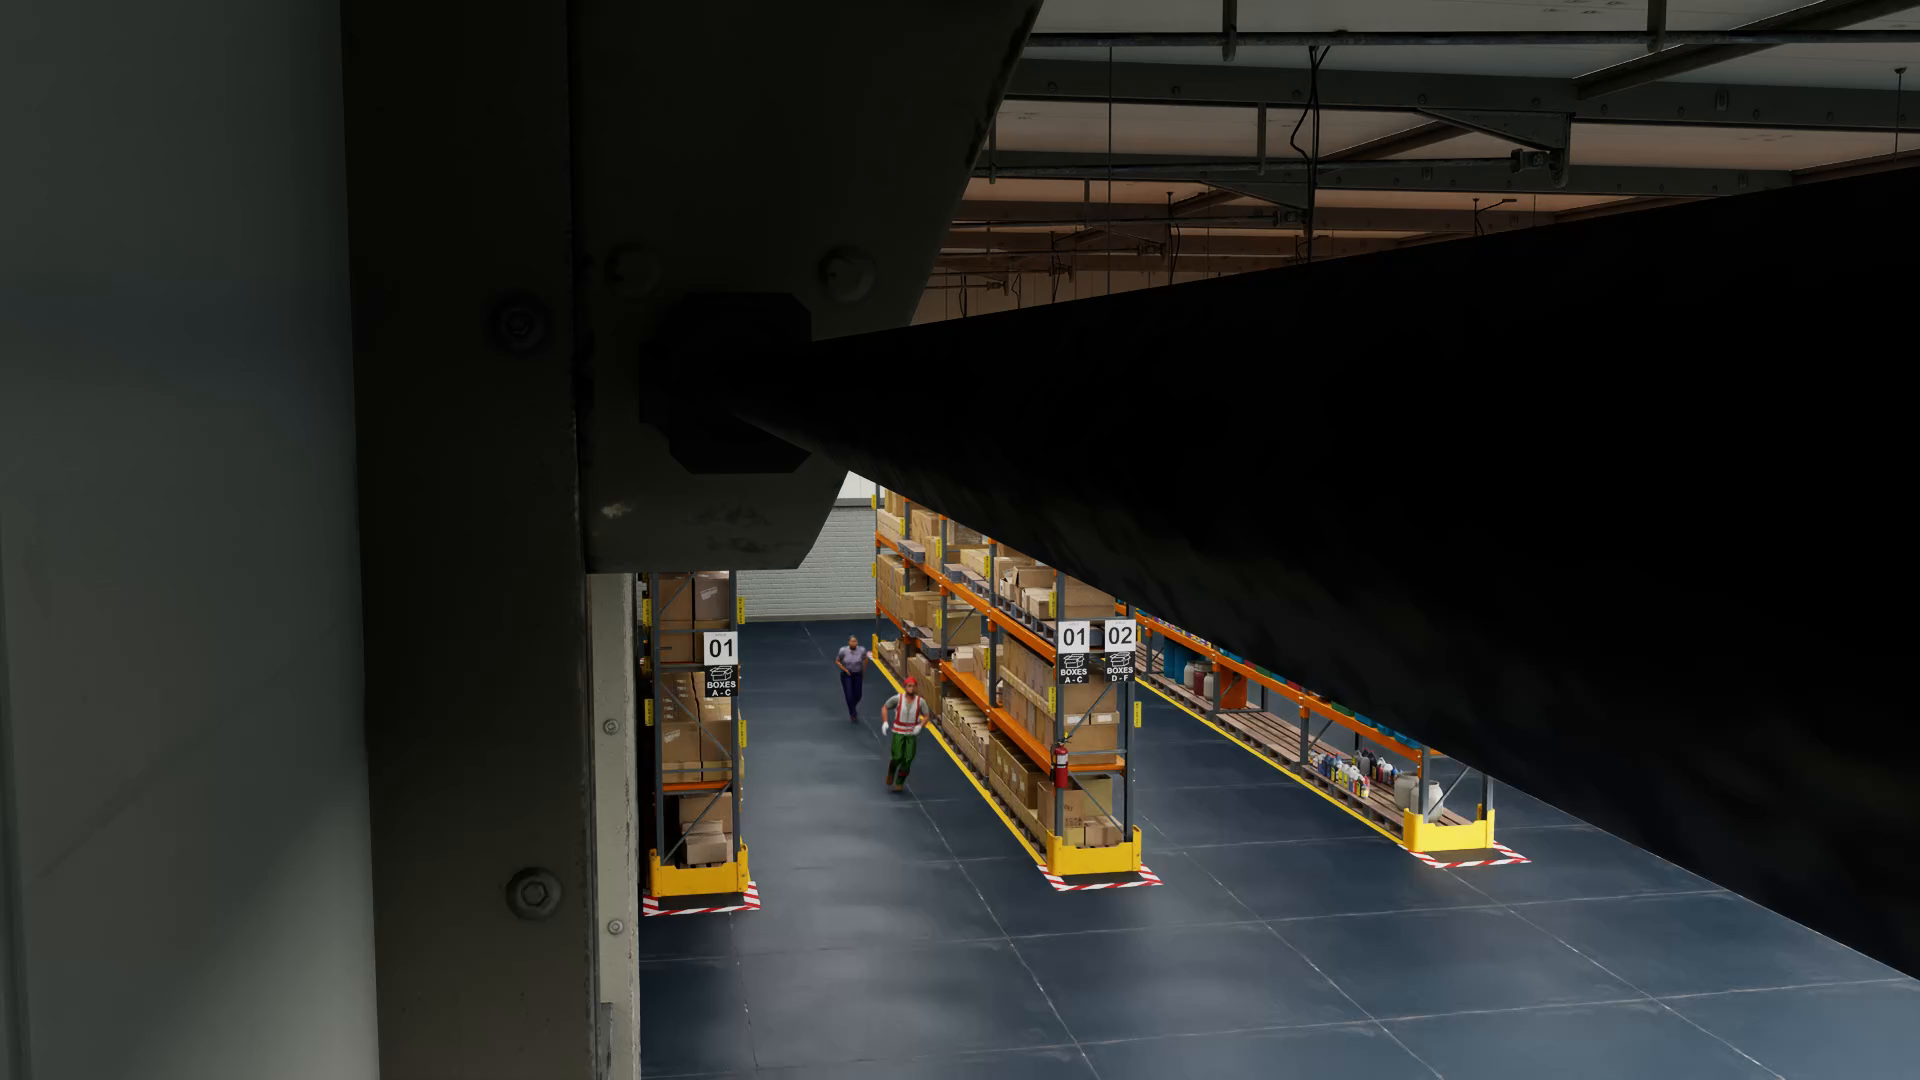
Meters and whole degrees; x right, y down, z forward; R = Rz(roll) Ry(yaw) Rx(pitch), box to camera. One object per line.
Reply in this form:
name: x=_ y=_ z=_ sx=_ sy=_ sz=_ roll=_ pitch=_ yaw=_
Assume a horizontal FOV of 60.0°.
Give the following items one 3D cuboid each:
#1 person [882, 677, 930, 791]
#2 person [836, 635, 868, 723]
person: x=-0.801 y=2.911 z=24.953 sx=0.714 sy=1.722 sz=0.525 roll=-1 pitch=6 yaw=-11
person: x=-1.951 y=2.476 z=30.035 sx=0.591 sy=1.601 sz=0.714 roll=-1 pitch=6 yaw=-8
